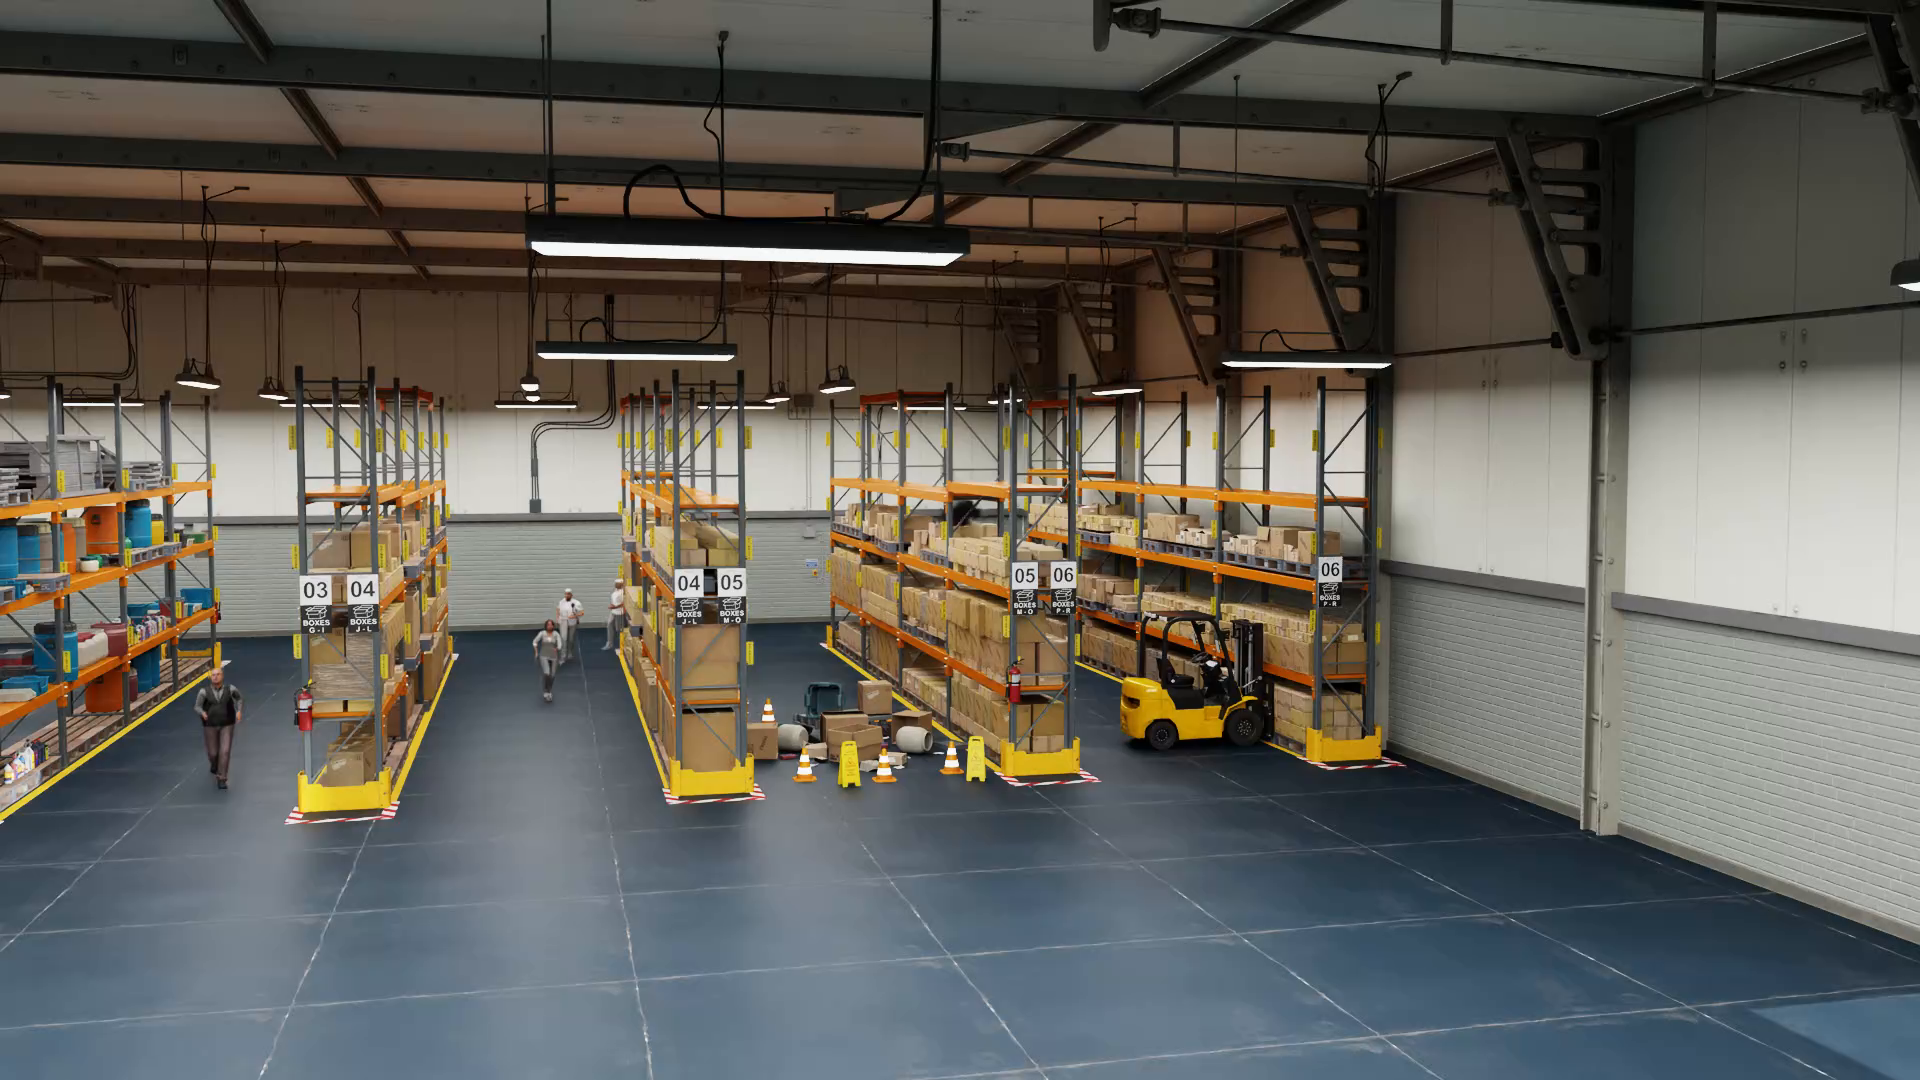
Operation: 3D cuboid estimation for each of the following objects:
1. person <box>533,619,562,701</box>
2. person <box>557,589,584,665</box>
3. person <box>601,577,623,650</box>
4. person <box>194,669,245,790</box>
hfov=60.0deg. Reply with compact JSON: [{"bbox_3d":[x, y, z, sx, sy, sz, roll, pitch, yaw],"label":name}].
[{"bbox_3d":[-7.887,2.300,31.873,0.493,1.580,0.730,-2,4,-25],"label":"person"},{"bbox_3d":[-8.769,1.926,37.407,0.613,1.680,0.865,-1,3,-10],"label":"person"},{"bbox_3d":[-8.144,1.755,39.837,0.840,1.761,0.724,-2,4,-34],"label":"person"},{"bbox_3d":[-10.754,2.717,24.158,0.676,1.696,0.945,-1,4,-23],"label":"person"}]
